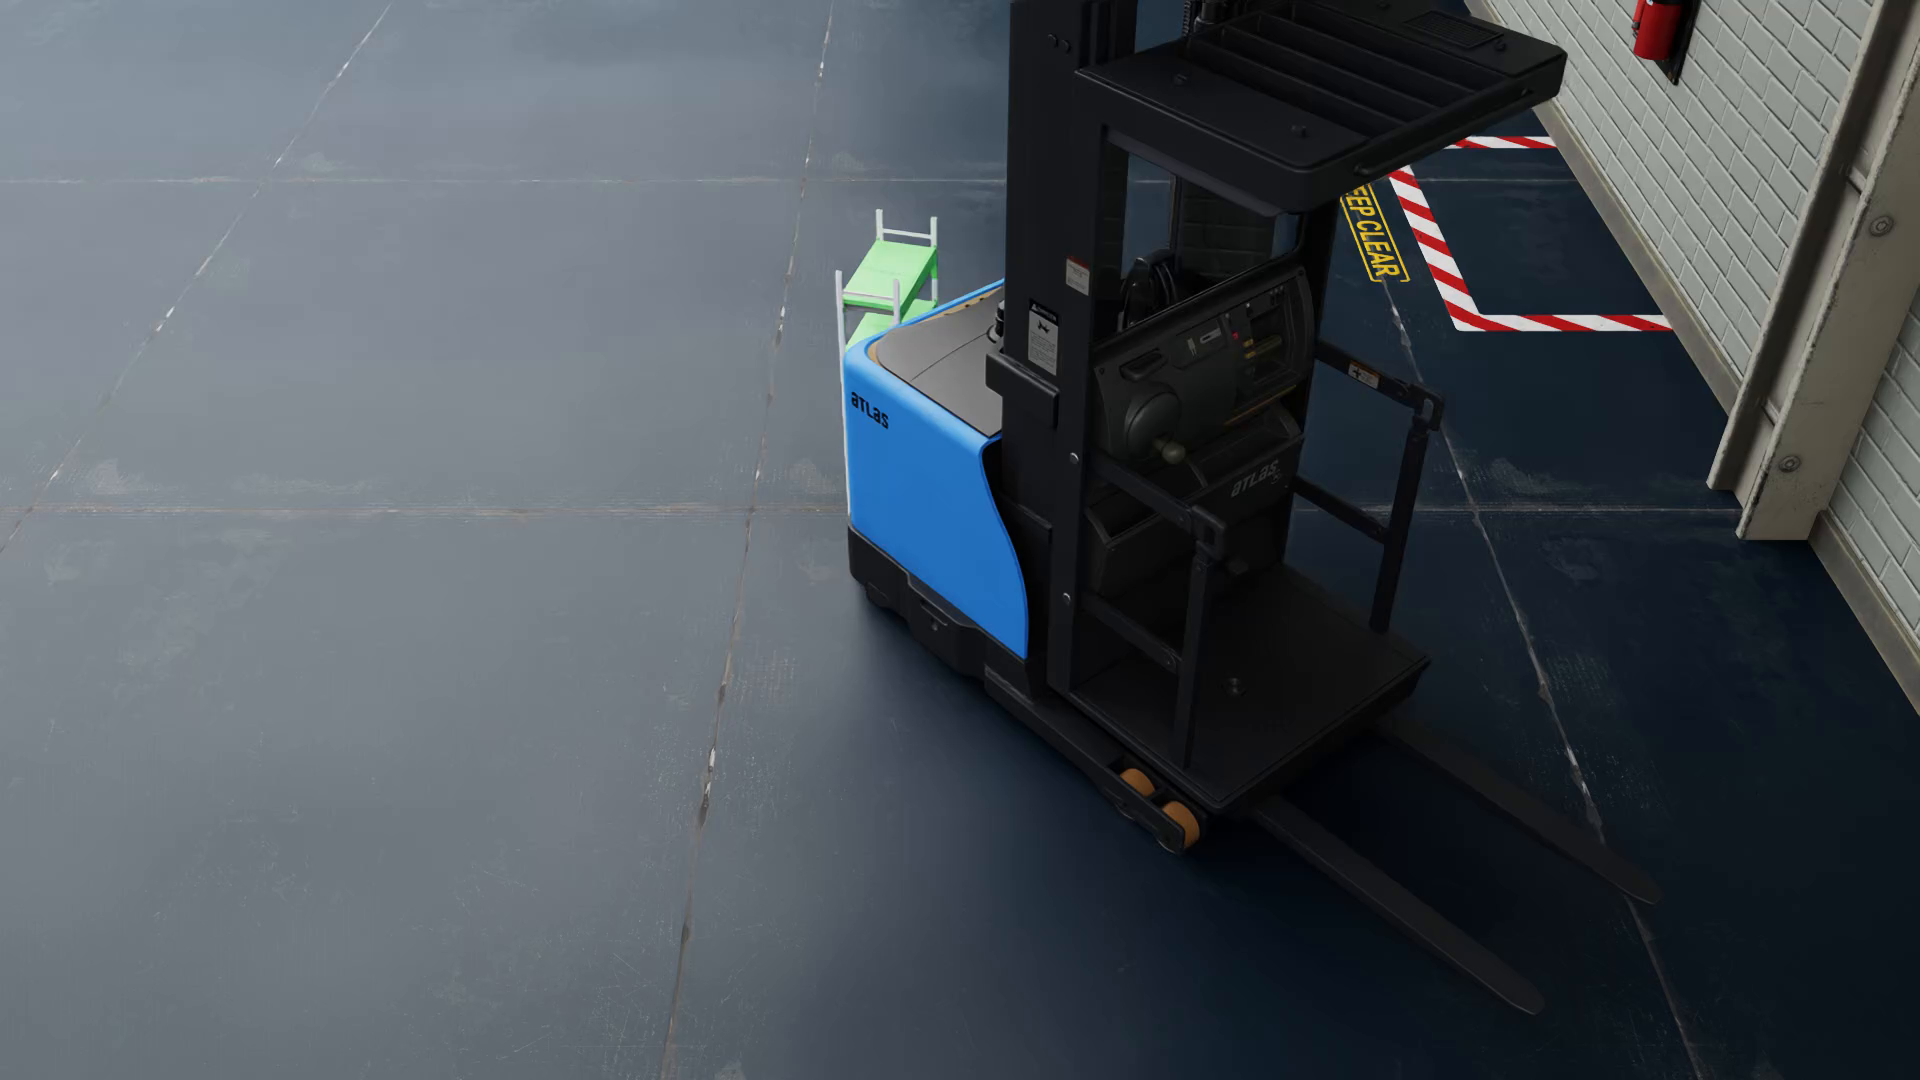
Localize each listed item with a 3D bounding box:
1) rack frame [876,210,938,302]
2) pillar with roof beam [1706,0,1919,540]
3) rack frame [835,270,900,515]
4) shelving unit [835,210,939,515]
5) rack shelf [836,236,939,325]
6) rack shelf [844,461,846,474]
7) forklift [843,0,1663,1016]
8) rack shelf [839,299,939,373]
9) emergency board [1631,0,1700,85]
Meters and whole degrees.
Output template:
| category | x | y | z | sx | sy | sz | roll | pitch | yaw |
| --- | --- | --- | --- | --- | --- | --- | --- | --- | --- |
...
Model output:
| category | x | y | z | sx | sy | sz | roll | pitch | yaw |
| --- | --- | --- | --- | --- | --- | --- | --- | --- | --- |
| rack frame | -0.206 | -0.784 | 6.769 | 0.240 | 1.200 | 0.015 | 10 | 40 | 12 |
| pillar with roof beam | -0.984 | -3.634 | 4.089 | 9.100 | 9.000 | 0.400 | 0 | 39 | 0 |
| rack frame | -0.336 | -0.490 | 6.402 | 0.240 | 1.200 | 0.015 | 10 | 40 | 12 |
| shelving unit | -0.271 | -0.637 | 6.585 | 0.258 | 1.200 | 0.503 | 10 | 40 | 12 |
| rack shelf | -0.271 | -0.962 | 6.325 | 0.258 | 0.148 | 0.480 | 10 | 40 | 12 |
| rack shelf | -0.271 | -0.400 | 6.775 | 0.258 | 0.148 | 0.480 | 10 | 40 | 12 |
| forklift | 0.904 | -0.478 | 5.002 | 1.130 | 2.935 | 3.031 | -28 | 46 | -30 |
| rack shelf | -0.271 | -0.774 | 6.475 | 0.258 | 0.148 | 0.480 | 10 | 40 | 12 |
| emergency board | 3.357 | -2.841 | 7.897 | 0.194 | 1.169 | 0.643 | 0 | 39 | 0 |
